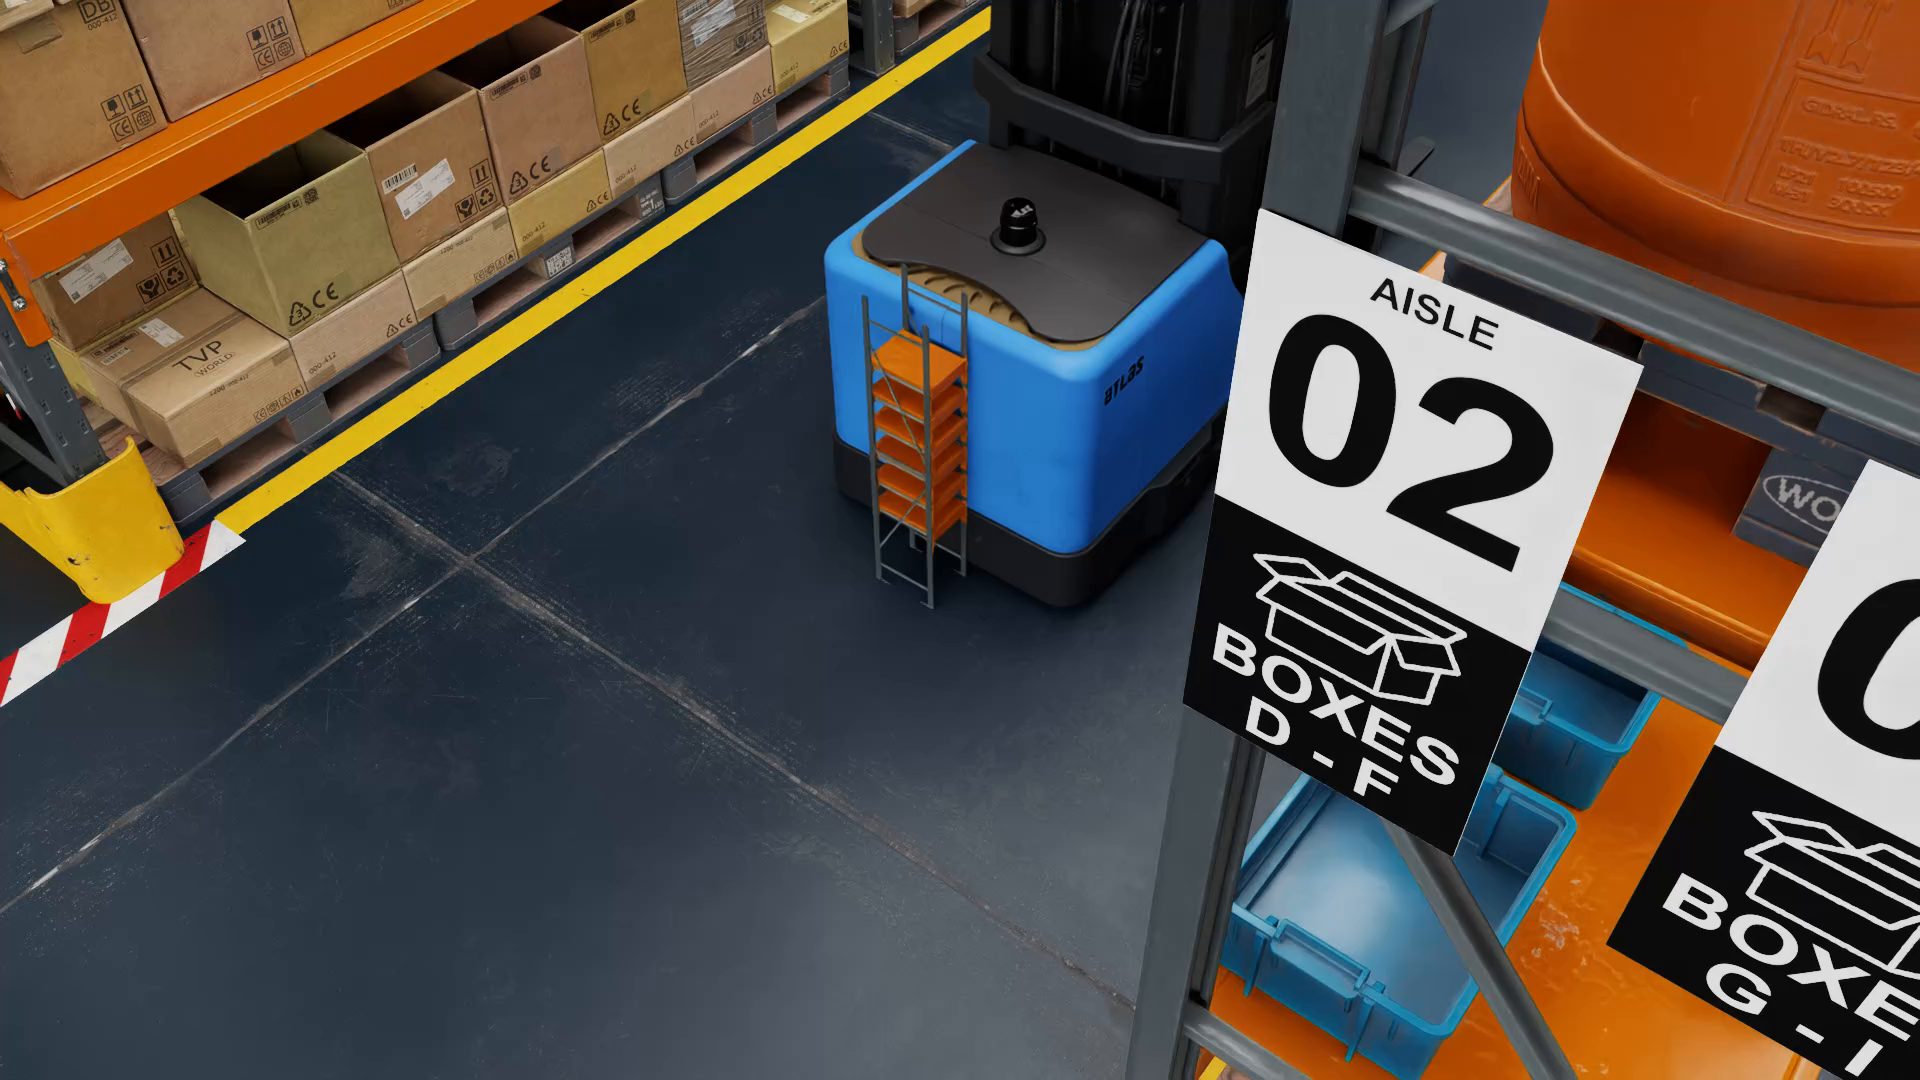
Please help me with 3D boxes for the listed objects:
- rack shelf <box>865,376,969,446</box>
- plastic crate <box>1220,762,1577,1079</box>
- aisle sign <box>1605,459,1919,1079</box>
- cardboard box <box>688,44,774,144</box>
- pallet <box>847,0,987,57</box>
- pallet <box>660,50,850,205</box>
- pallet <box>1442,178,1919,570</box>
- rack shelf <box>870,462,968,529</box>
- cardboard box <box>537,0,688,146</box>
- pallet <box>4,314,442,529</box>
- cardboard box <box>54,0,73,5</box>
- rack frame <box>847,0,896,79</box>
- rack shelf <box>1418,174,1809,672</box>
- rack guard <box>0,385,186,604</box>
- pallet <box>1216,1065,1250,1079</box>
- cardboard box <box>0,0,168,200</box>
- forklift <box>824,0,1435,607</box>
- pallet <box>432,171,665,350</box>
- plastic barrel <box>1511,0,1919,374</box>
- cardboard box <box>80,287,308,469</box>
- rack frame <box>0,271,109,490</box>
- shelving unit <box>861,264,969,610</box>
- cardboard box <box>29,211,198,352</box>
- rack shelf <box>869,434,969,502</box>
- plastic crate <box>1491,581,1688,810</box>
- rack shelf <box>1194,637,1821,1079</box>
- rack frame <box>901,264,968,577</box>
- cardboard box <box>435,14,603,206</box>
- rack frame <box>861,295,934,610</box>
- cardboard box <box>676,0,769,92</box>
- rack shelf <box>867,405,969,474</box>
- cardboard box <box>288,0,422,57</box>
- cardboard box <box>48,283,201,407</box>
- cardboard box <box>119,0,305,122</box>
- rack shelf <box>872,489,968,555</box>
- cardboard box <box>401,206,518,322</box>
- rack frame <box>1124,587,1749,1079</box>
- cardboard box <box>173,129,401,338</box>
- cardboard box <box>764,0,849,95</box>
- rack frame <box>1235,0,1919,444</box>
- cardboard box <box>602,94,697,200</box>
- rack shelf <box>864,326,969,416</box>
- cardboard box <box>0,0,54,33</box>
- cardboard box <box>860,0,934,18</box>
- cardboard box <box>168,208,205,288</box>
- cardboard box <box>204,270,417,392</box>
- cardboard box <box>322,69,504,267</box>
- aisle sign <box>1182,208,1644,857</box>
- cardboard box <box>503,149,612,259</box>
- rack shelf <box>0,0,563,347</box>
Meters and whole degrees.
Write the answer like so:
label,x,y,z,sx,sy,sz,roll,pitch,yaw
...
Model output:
label,x,y,z,sx,sy,sz,roll,pitch,yaw
rack shelf,-0.130,-0.423,5.054,0.258,0.103,0.180,28,53,24
plastic crate,0.801,0.652,3.156,0.499,0.251,0.616,29,53,25
aisle sign,0.919,0.292,1.599,0.394,0.787,0.004,29,53,25
cardboard box,-1.164,-2.013,7.210,0.500,0.250,0.500,29,53,25
pallet,-0.321,-2.937,8.410,1.003,0.211,1.213,29,53,25
pallet,-1.260,-2.062,7.574,1.003,0.211,1.213,29,53,25
pallet,1.315,-0.382,2.096,1.003,0.211,1.213,29,53,25
rack shelf,-0.130,-0.175,5.315,0.258,0.103,0.180,28,53,24
cardboard box,-1.469,-1.985,6.664,0.500,0.500,0.500,29,53,25
pallet,-2.752,-0.666,6.240,1.003,0.211,1.213,29,53,25
cardboard box,-2.616,-1.713,4.794,0.380,0.149,0.250,28,52,24
rack frame,-0.740,-3.462,6.982,1.000,3.000,0.127,29,53,25
rack shelf,1.954,-0.913,2.971,1.077,0.370,4.000,29,53,25
rack guard,-3.201,-0.296,5.687,1.175,0.500,0.348,29,53,25
pallet,1.242,1.456,4.213,1.003,0.211,1.213,29,53,25
cardboard box,-2.890,-1.469,5.009,0.700,0.500,0.500,29,53,25
forklift,0.845,-1.817,5.459,1.130,2.935,3.031,28,53,24
pallet,-2.005,-1.361,6.904,1.003,0.211,1.213,29,53,25
plastic barrel,0.928,-0.644,1.629,0.600,0.830,0.708,29,53,25
cardboard box,-2.682,-0.576,5.837,0.500,0.250,0.500,29,53,25
rack frame,-3.186,-1.173,4.796,1.000,3.000,0.127,29,53,25
shelving unit,-0.130,-0.288,5.196,0.258,1.200,0.189,28,53,24
cardboard box,-3.094,-1.065,5.786,0.500,0.500,0.500,29,53,25
rack shelf,-0.130,-0.258,5.228,0.258,0.103,0.180,28,53,24
plastic crate,1.202,0.283,3.508,0.499,0.251,0.408,29,53,25
rack shelf,1.954,0.123,4.055,1.077,0.370,4.000,29,53,25
rack frame,-0.075,-0.341,5.246,0.240,1.200,0.006,28,53,24
cardboard box,-1.763,-1.693,6.385,0.500,0.500,0.500,29,53,25
rack frame,-0.185,-0.235,5.145,0.240,1.200,0.006,28,53,24
cardboard box,-1.166,-2.273,6.939,0.500,0.500,0.500,29,53,25
rack shelf,-0.130,-0.340,5.141,0.258,0.103,0.180,28,53,24
cardboard box,-2.265,-2.053,5.567,0.700,0.500,0.500,30,53,25
cardboard box,-3.092,-0.805,6.056,0.500,0.250,0.500,29,53,25
cardboard box,-2.573,-1.771,5.299,0.700,0.500,0.500,31,53,26
rack shelf,-0.130,-0.092,5.401,0.258,0.103,0.180,28,53,24
cardboard box,-2.073,-1.150,6.385,0.500,0.250,0.500,29,53,25
rack frame,0.732,1.019,2.702,1.000,3.000,0.127,29,53,25
cardboard box,-2.378,-1.122,5.840,0.500,0.500,0.500,29,53,25
cardboard box,-0.851,-2.295,7.479,0.500,0.250,0.500,29,53,25
rack frame,0.732,-1.053,0.533,1.000,3.000,0.127,29,53,25
cardboard box,-1.458,-1.720,6.930,0.500,0.250,0.500,29,53,25
rack shelf,-0.130,-0.506,4.967,0.258,0.103,0.180,28,53,24
cardboard box,-2.776,-1.561,4.649,0.380,0.149,0.250,29,53,25
cardboard box,-0.298,-2.778,7.940,0.500,0.250,0.500,28,52,24
cardboard box,-2.796,-1.097,6.335,0.500,0.250,0.500,29,53,25
cardboard box,-2.379,-0.864,6.112,0.500,0.250,0.500,29,53,25
cardboard box,-2.082,-1.414,6.119,0.500,0.500,0.500,29,53,25
aisle sign,0.452,0.031,1.848,0.394,0.787,0.004,29,53,25
cardboard box,-1.764,-1.434,6.657,0.500,0.250,0.500,29,53,25
rack shelf,-1.963,-2.069,6.149,1.077,0.370,4.000,29,53,25
